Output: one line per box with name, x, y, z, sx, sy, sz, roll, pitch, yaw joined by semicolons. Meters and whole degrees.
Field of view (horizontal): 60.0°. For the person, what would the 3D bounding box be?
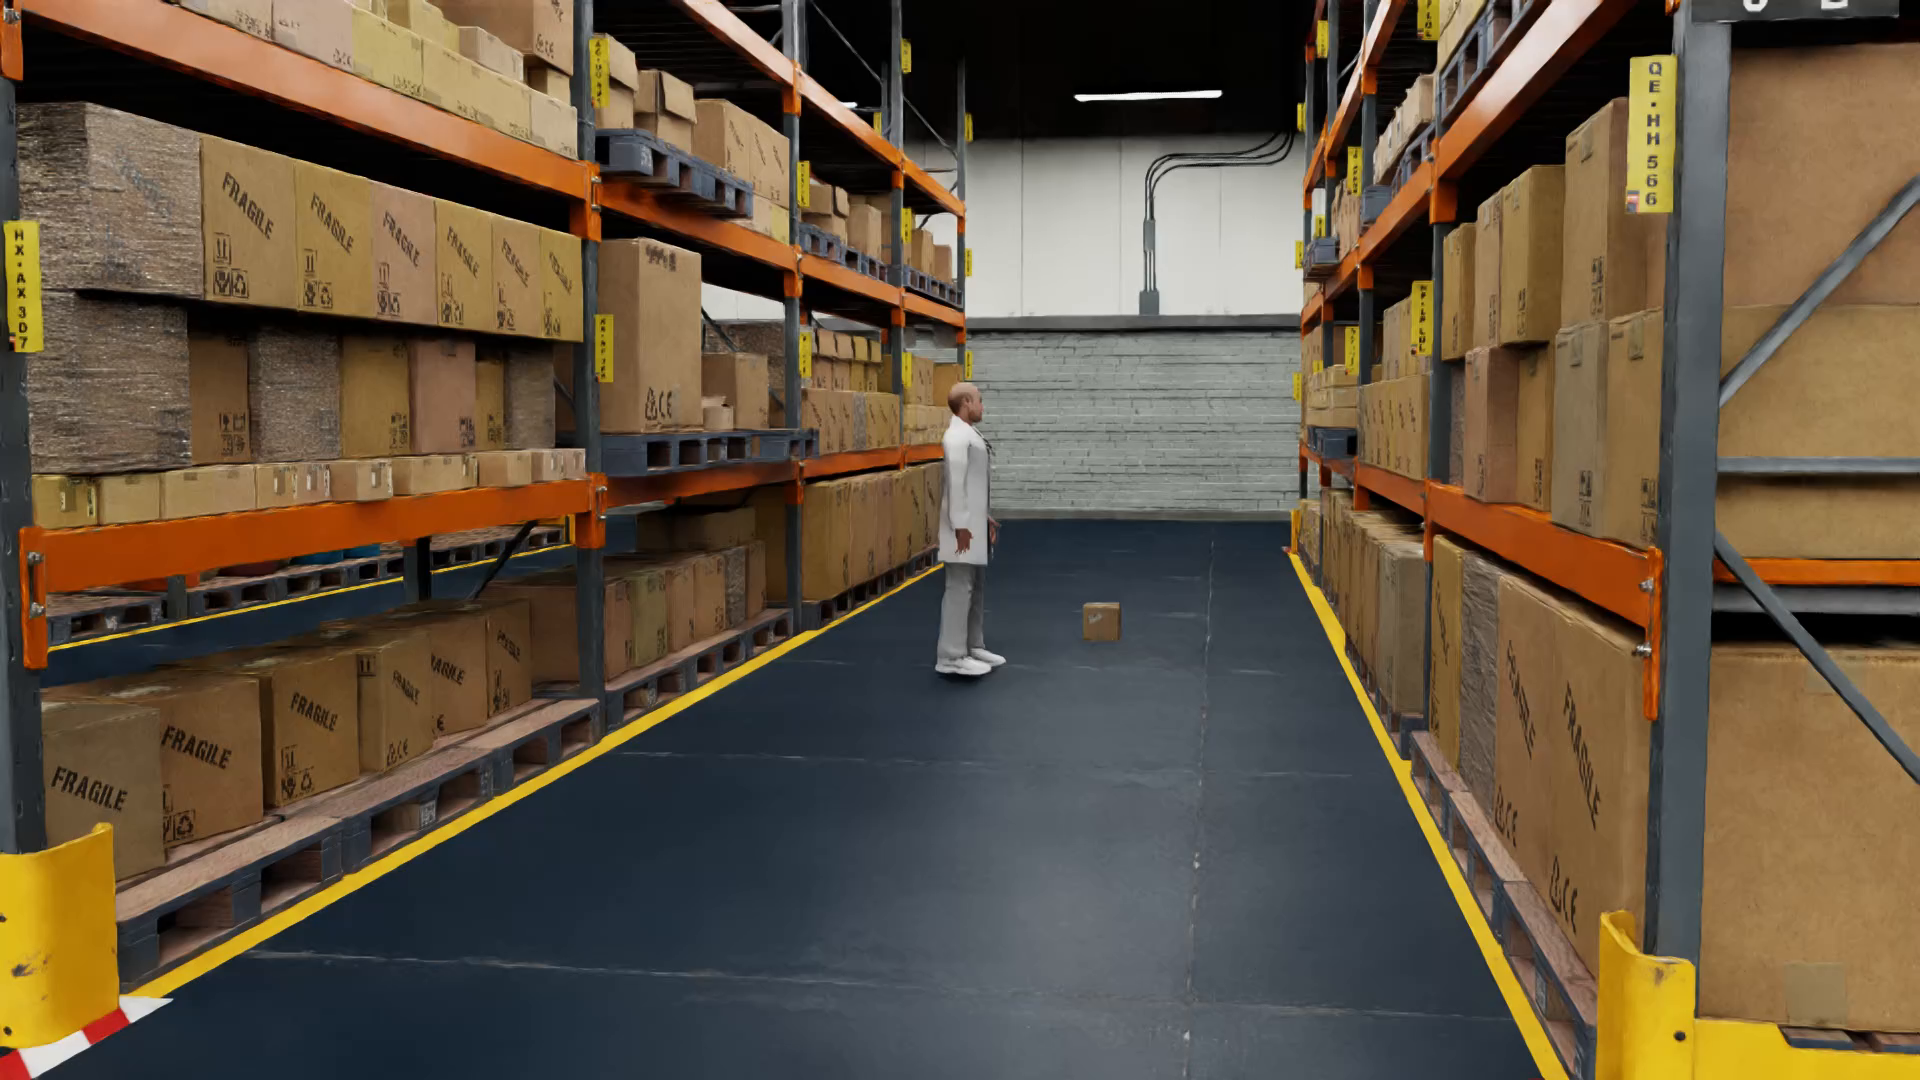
person;0.069;-0.082;10.321;0.423;1.785;0.623;0;4;6
